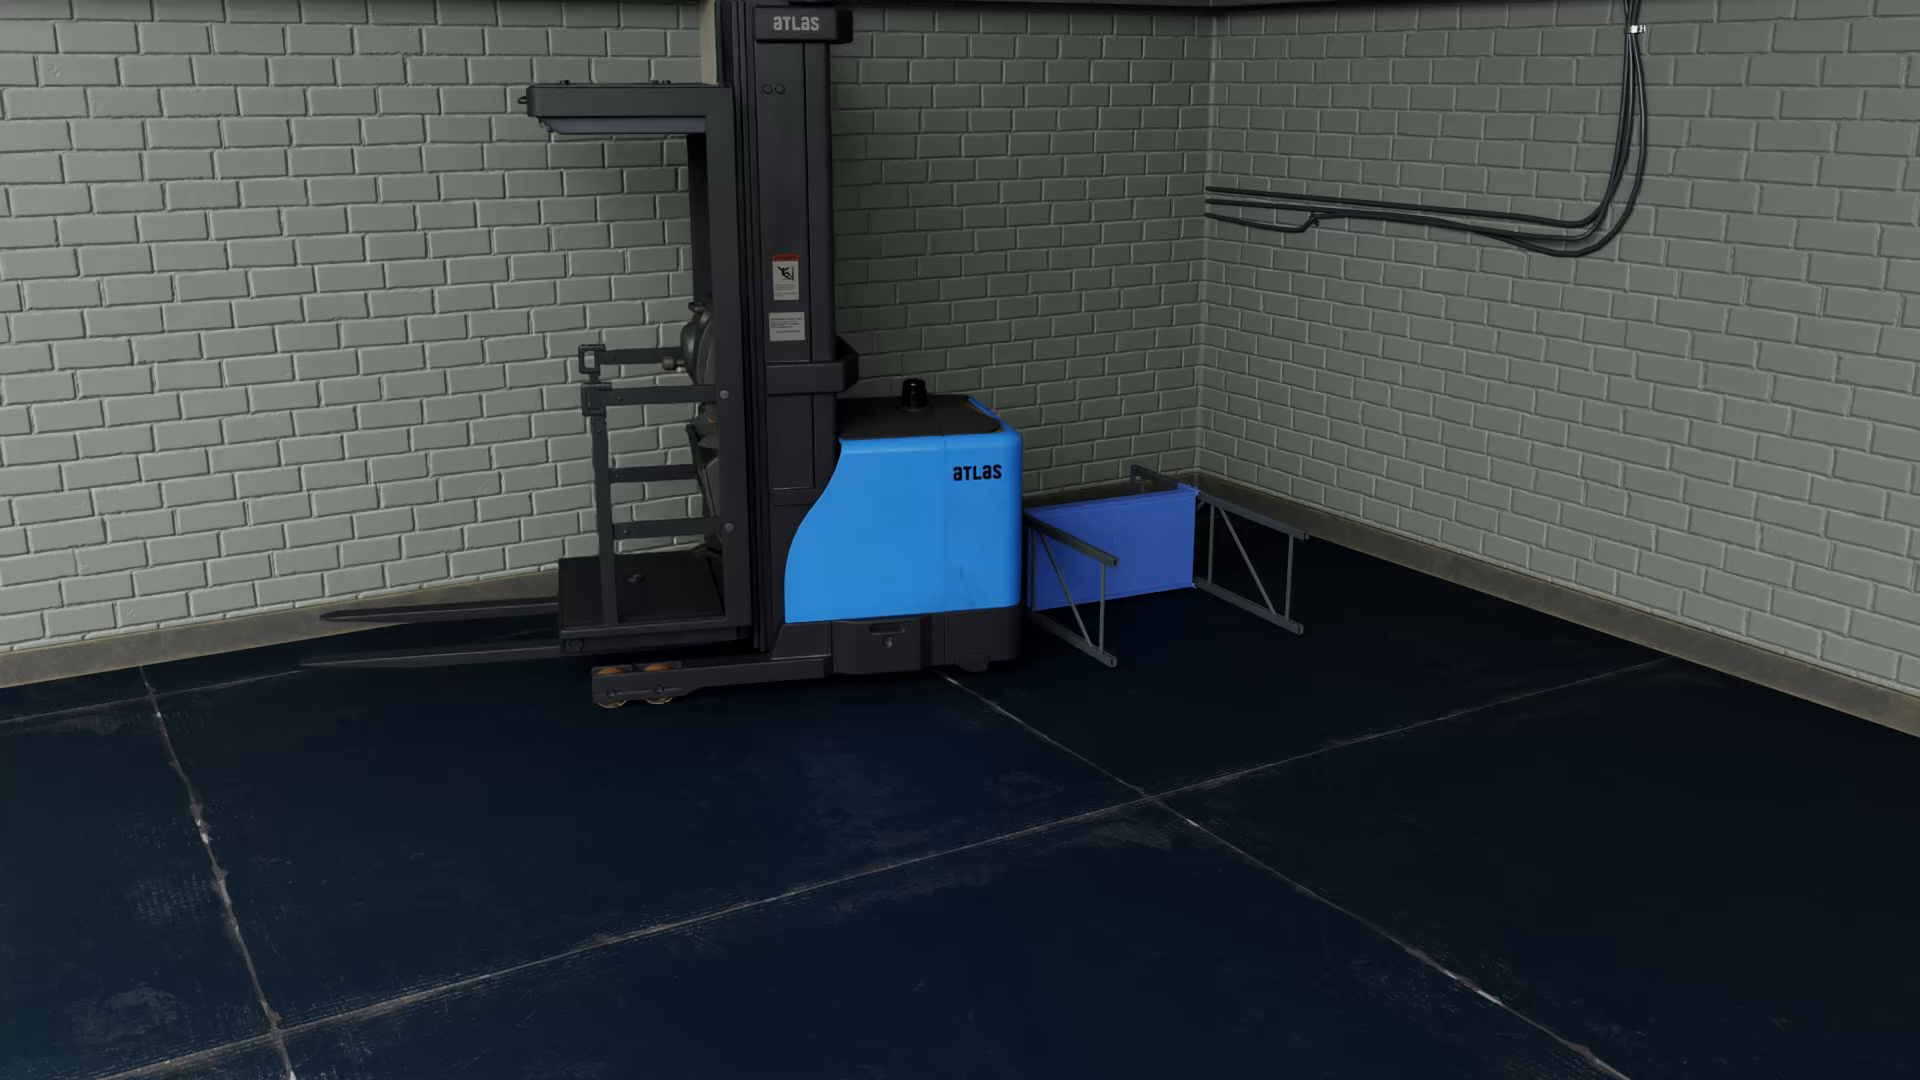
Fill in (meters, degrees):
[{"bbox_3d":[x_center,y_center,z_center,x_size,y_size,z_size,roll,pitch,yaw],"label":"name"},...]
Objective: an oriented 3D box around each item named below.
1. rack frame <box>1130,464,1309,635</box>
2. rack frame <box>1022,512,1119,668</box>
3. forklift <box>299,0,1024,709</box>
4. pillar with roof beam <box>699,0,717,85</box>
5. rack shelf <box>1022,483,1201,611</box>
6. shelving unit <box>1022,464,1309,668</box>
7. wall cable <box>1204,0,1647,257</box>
[{"bbox_3d":[1.259,0.018,8.348,0.032,0.500,1.500,-8,17,-25],"label":"rack frame"},{"bbox_3d":[0.346,0.139,7.918,0.032,0.500,1.500,-8,17,-25],"label":"rack frame"},{"bbox_3d":[-1.292,-0.867,7.073,3.031,2.935,1.130,-4,16,-13],"label":"forklift"},{"bbox_3d":[1.199,-3.165,4.030,0.400,9.000,9.100,-9,18,-30],"label":"pillar with roof beam"},{"bbox_3d":[0.723,0.035,8.289,1.000,0.538,0.185,-8,17,-25],"label":"rack shelf"},{"bbox_3d":[0.803,0.078,8.133,1.048,0.538,1.500,-8,17,-25],"label":"shelving unit"},{"bbox_3d":[2.188,-2.770,8.371,0.112,2.526,3.097,-9,18,-30],"label":"wall cable"}]
